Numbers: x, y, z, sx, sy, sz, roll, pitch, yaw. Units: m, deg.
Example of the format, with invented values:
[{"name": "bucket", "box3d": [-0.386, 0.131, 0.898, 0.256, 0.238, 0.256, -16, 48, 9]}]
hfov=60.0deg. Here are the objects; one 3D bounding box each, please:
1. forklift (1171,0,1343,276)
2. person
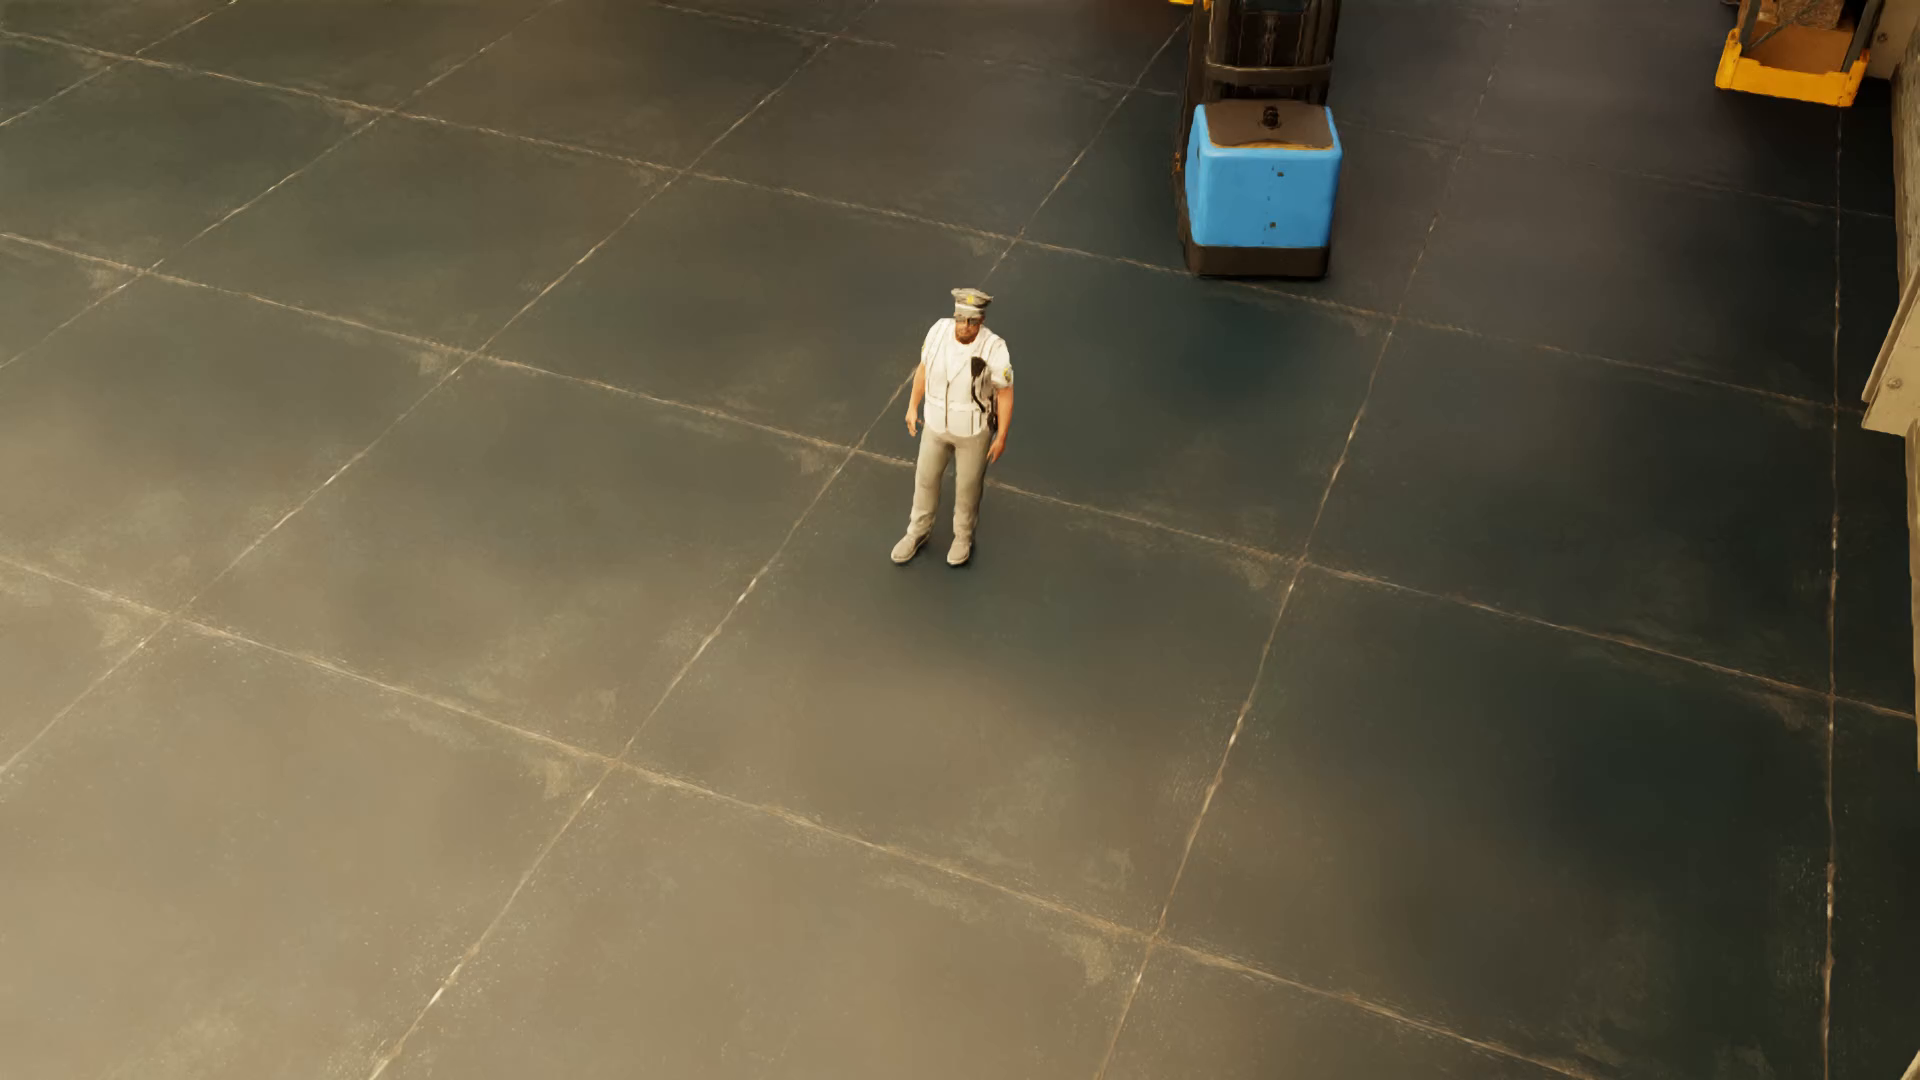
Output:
[{"name": "forklift", "box3d": [2.322, -4.045, 12.839, 1.130, 2.935, 3.031, 2, 40, 2]}, {"name": "person", "box3d": [-0.041, -0.646, 9.661, 0.640, 1.781, 0.574, 15, 42, 17]}]
